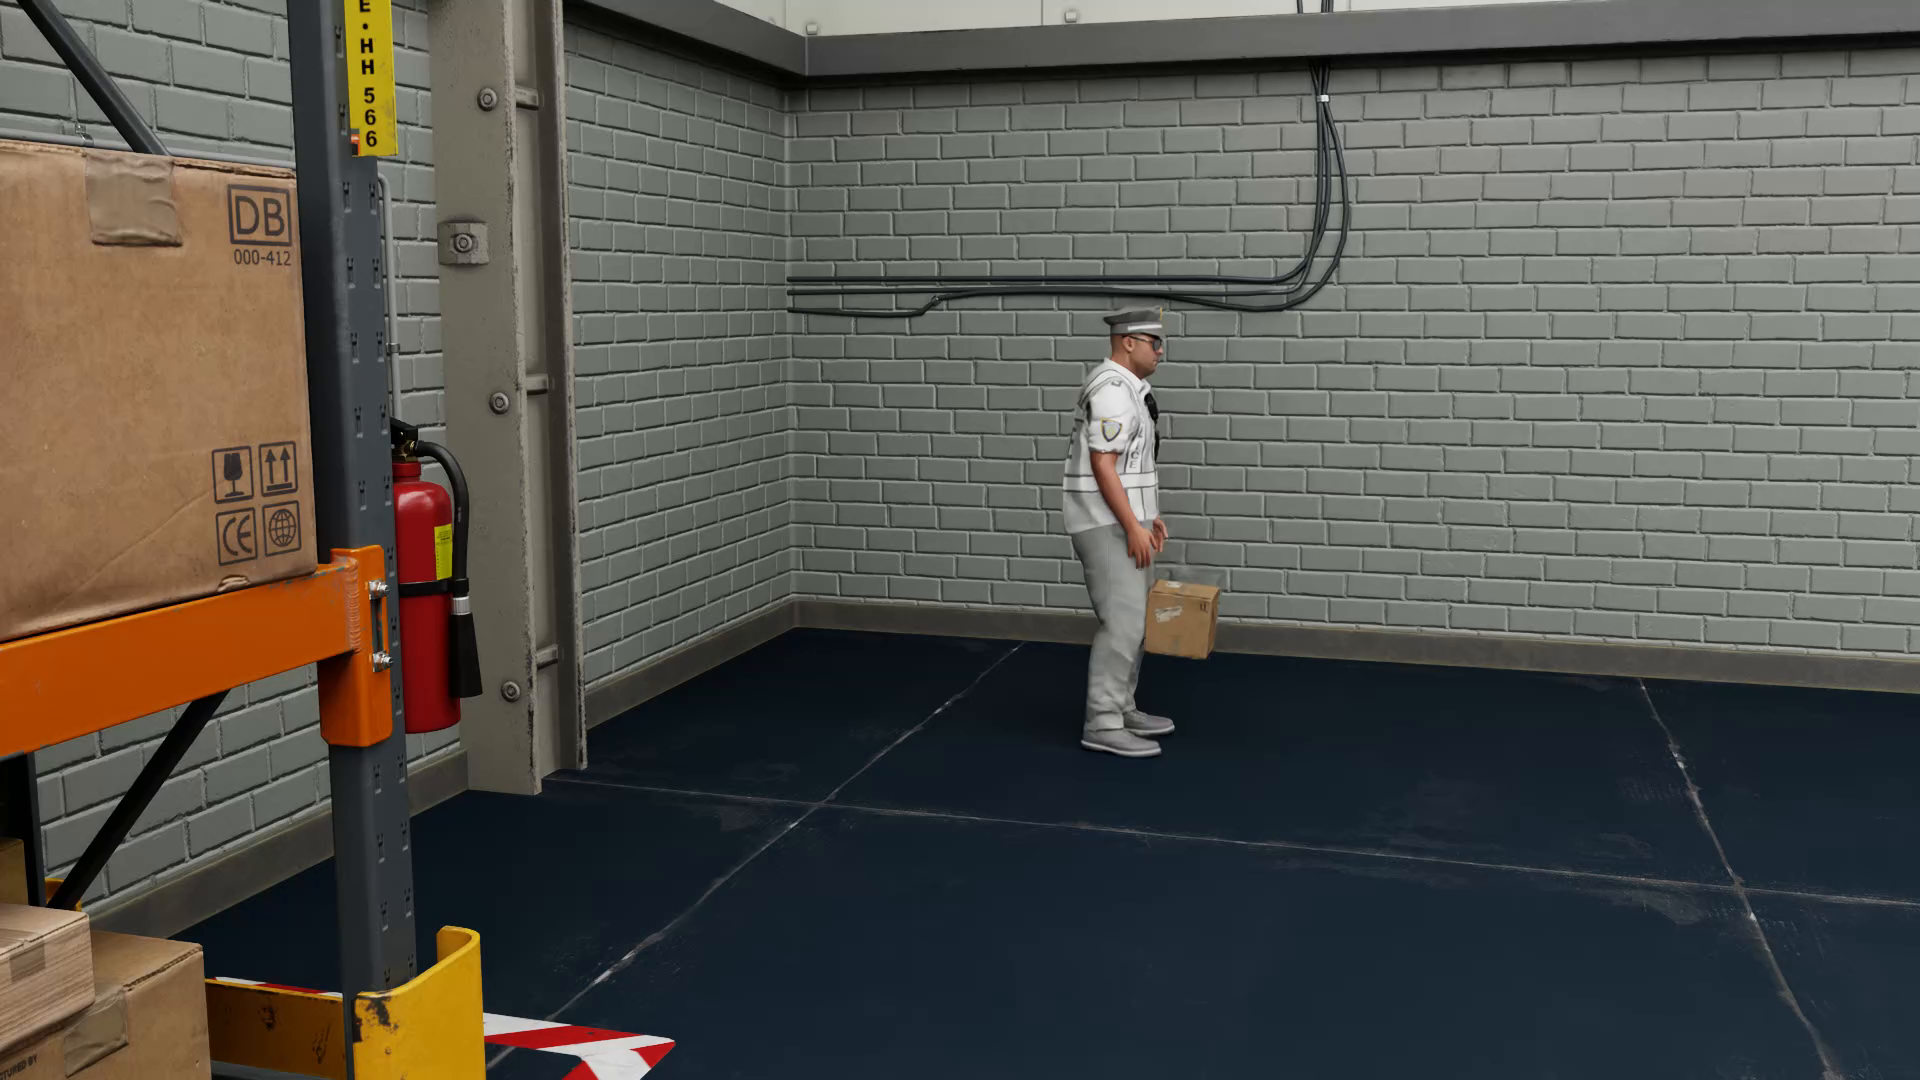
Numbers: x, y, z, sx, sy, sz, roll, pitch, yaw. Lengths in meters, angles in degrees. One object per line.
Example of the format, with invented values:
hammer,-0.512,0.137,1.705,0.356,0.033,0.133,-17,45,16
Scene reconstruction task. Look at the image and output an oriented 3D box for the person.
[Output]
person,0.637,-0.056,6.661,0.437,1.755,0.560,2,9,15
